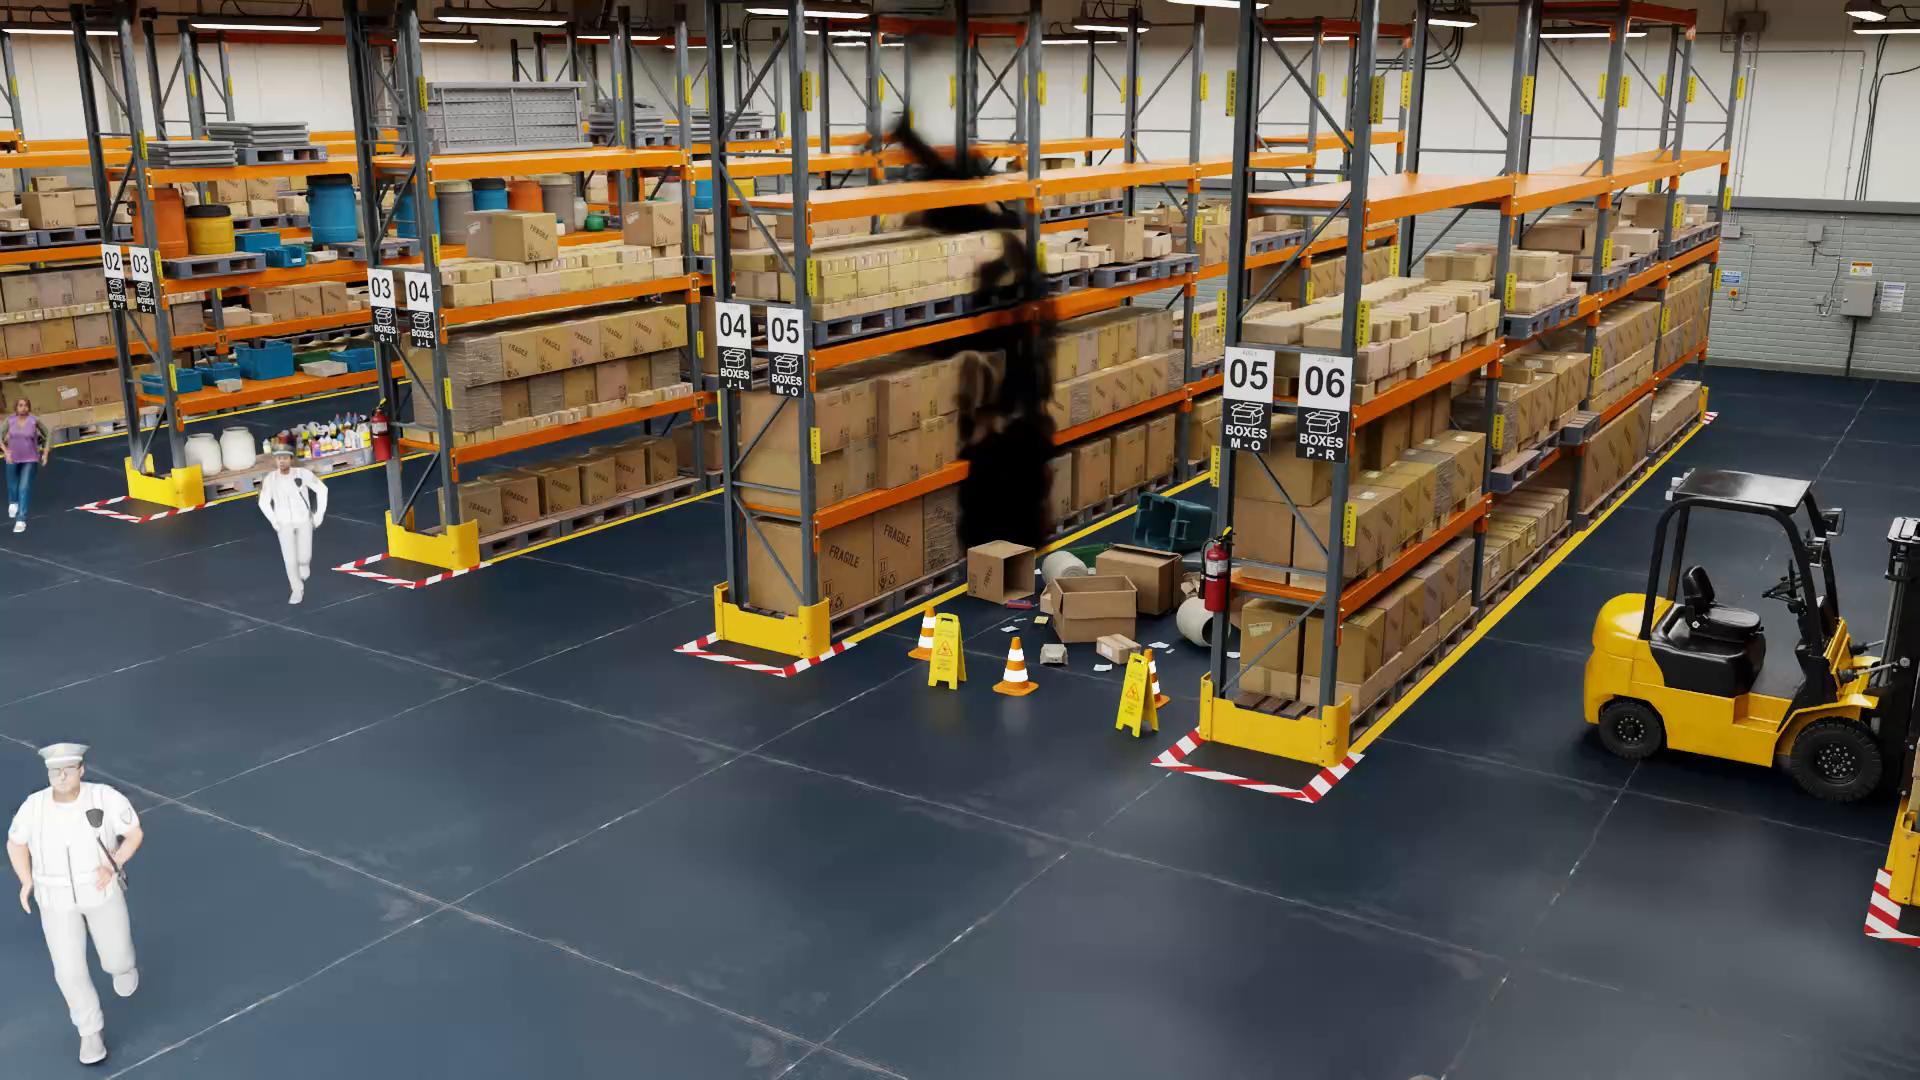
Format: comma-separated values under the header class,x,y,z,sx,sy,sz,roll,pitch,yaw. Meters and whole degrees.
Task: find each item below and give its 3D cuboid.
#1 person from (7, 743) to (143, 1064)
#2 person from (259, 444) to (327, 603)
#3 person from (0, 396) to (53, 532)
class,x,y,z,sx,sy,sz,roll,pitch,yaw
person,-4.813,1.912,9.105,0.672,1.735,0.779,-6,17,-21
person,-6.725,-0.175,16.821,0.646,1.660,0.583,-4,16,-14
person,-11.058,-0.938,19.710,0.598,1.572,0.678,-7,17,-23
